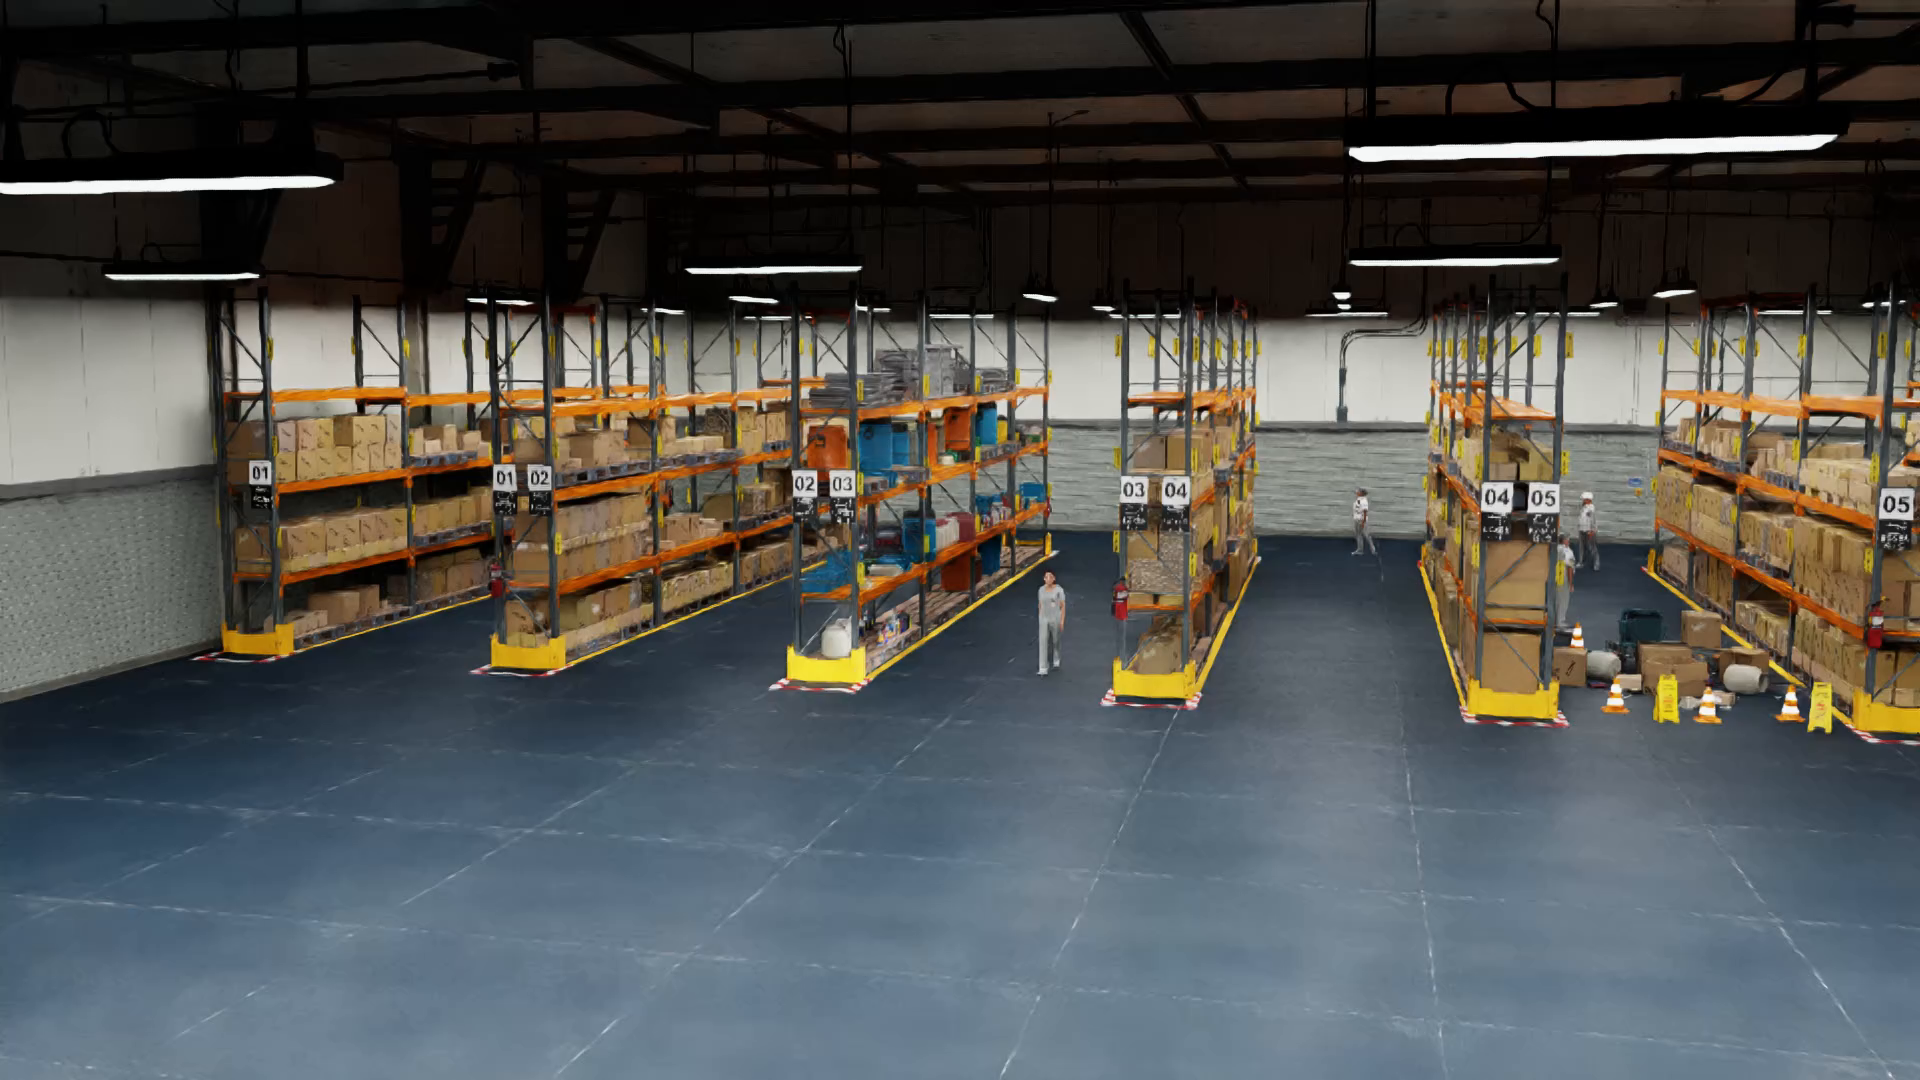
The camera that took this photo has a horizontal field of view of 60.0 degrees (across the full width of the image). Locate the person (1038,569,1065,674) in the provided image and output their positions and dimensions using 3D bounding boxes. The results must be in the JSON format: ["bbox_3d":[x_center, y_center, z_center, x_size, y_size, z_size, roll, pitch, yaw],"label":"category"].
[{"bbox_3d":[1.419,1.240,25.787,0.455,1.612,1.019,1,7,12],"label":"person"}]

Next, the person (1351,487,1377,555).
[{"bbox_3d":[9.855,-0.463,40.503,0.492,1.666,0.670,-1,7,-12],"label":"person"}]

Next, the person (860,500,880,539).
[{"bbox_3d":[-2.320,-0.758,43.006,0.512,1.664,0.506,-3,7,-24],"label":"person"}]

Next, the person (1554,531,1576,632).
[{"bbox_3d":[10.733,0.724,29.553,0.492,1.767,0.627,-2,7,-14],"label":"person"}]

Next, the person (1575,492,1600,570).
[{"bbox_3d":[14.263,-0.211,37.765,0.537,1.775,0.644,0,7,-3],"label":"person"}]
